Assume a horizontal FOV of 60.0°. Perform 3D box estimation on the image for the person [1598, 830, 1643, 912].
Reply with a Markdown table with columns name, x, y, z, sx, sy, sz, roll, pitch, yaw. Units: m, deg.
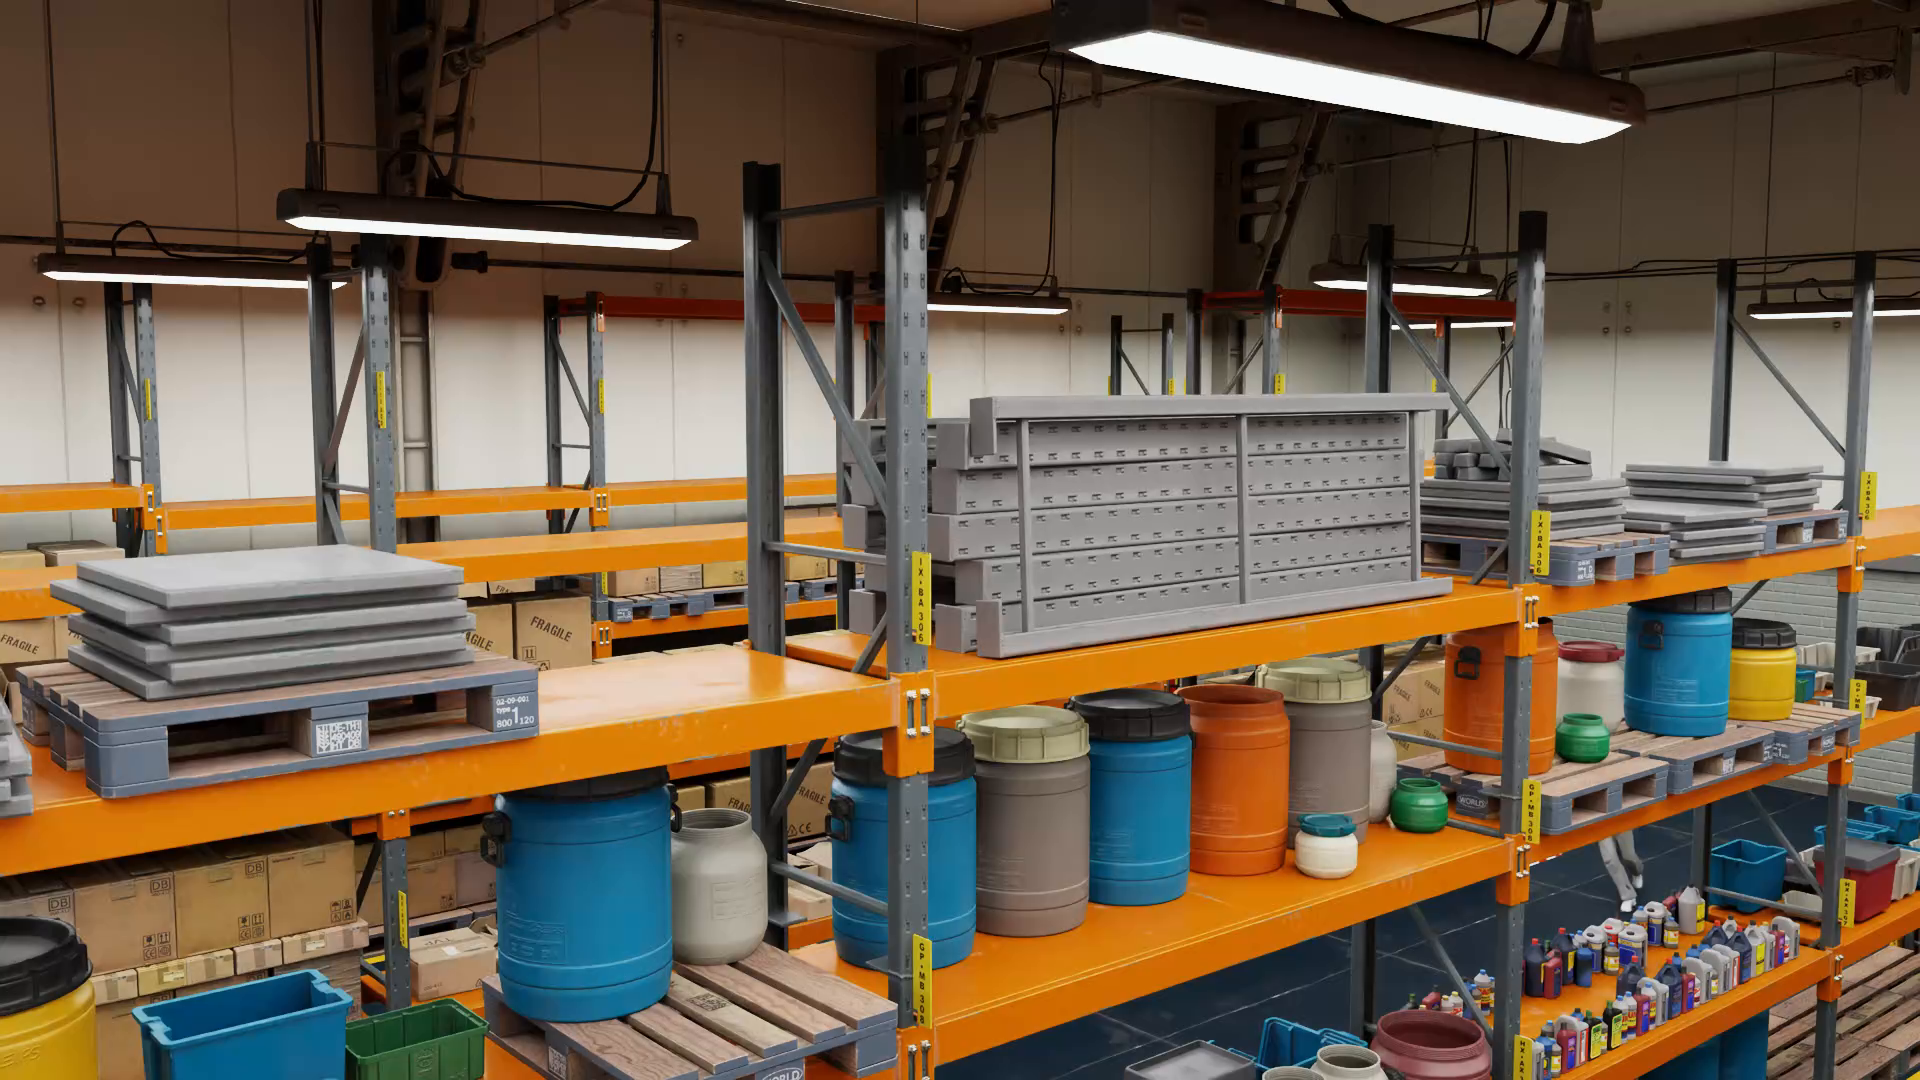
| name | x | y | z | sx | sy | sz | roll | pitch | yaw |
| --- | --- | --- | --- | --- | --- | --- | --- | --- | --- |
| person | 6.454 | 2.785 | 16.530 | 0.628 | 1.605 | 0.838 | 3 | 6 | 31 |
